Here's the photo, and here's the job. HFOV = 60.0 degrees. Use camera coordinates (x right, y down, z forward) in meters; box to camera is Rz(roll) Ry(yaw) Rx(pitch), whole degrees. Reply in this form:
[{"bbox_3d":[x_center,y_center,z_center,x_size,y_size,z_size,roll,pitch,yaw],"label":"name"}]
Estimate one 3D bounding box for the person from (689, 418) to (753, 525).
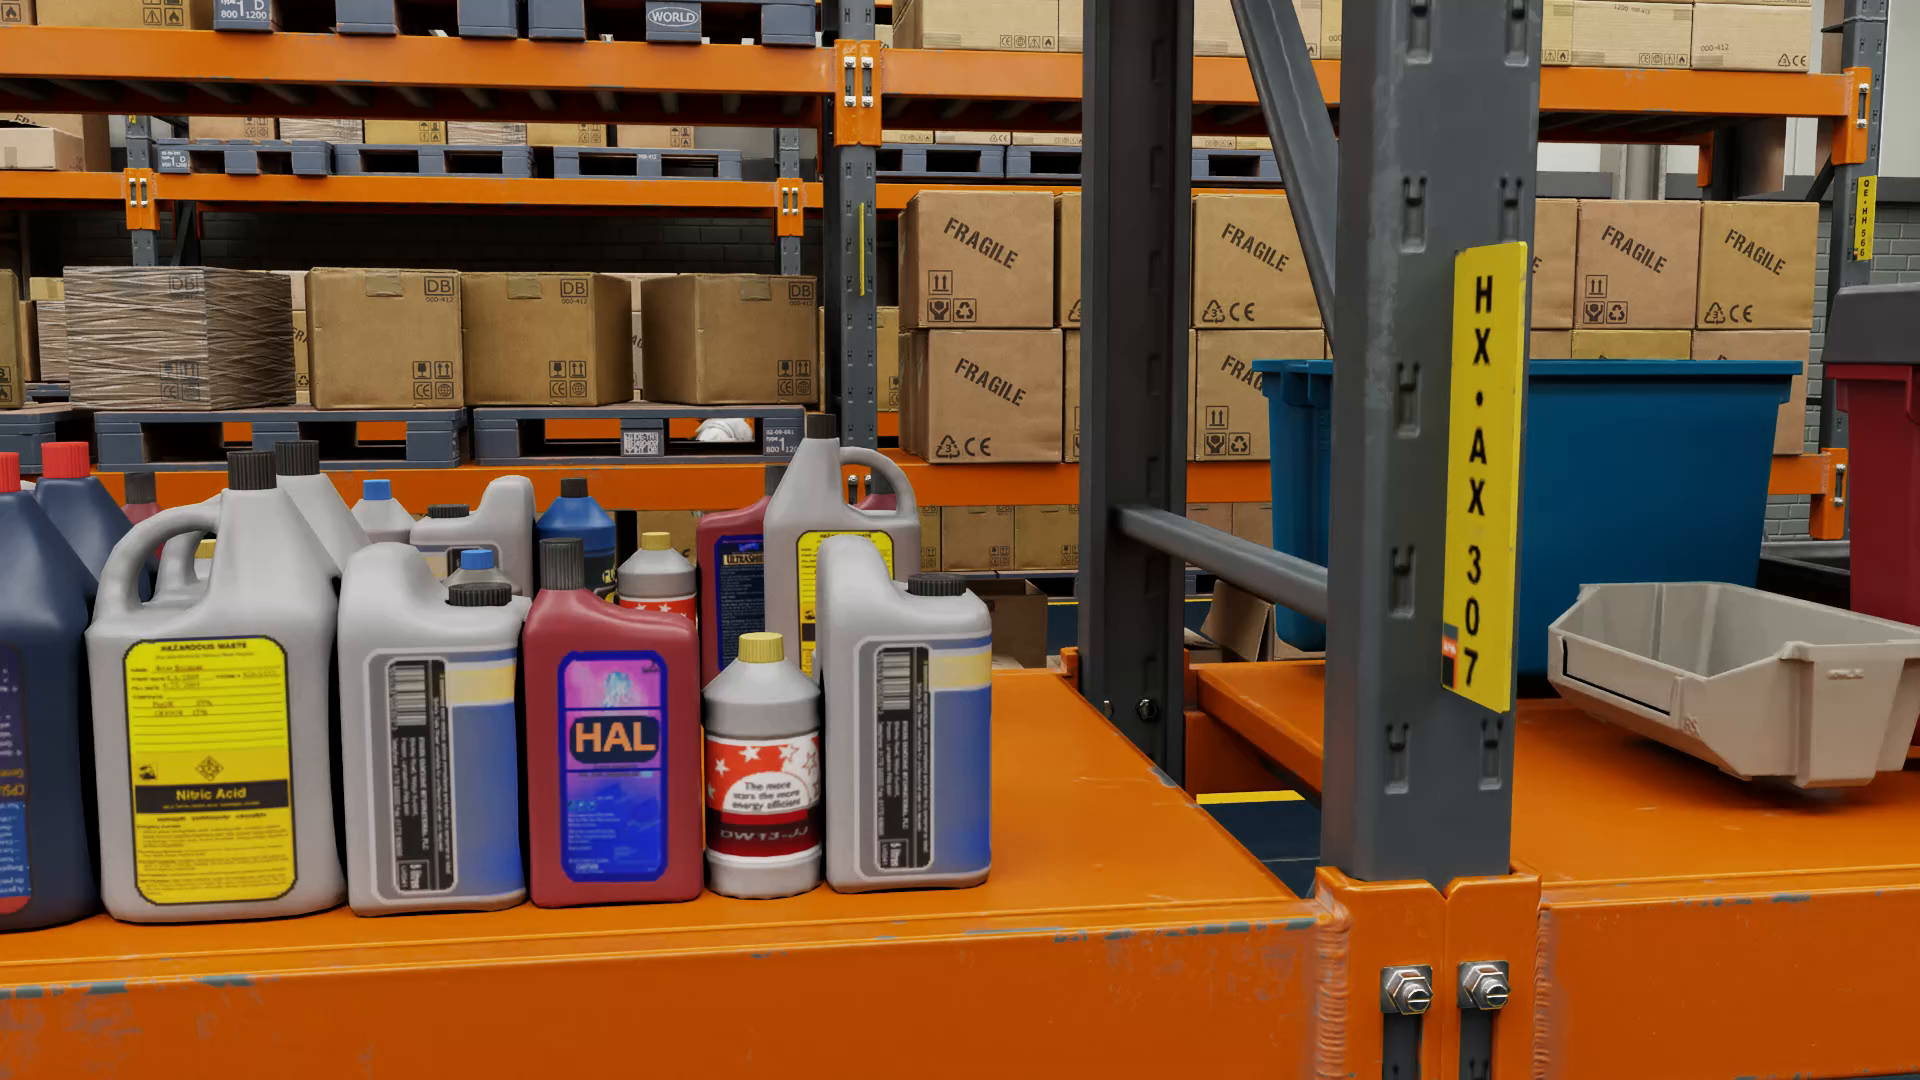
[{"bbox_3d":[-1.158,-0.035,8.232,0.923,1.612,0.526,1,7,8],"label":"person"}]
